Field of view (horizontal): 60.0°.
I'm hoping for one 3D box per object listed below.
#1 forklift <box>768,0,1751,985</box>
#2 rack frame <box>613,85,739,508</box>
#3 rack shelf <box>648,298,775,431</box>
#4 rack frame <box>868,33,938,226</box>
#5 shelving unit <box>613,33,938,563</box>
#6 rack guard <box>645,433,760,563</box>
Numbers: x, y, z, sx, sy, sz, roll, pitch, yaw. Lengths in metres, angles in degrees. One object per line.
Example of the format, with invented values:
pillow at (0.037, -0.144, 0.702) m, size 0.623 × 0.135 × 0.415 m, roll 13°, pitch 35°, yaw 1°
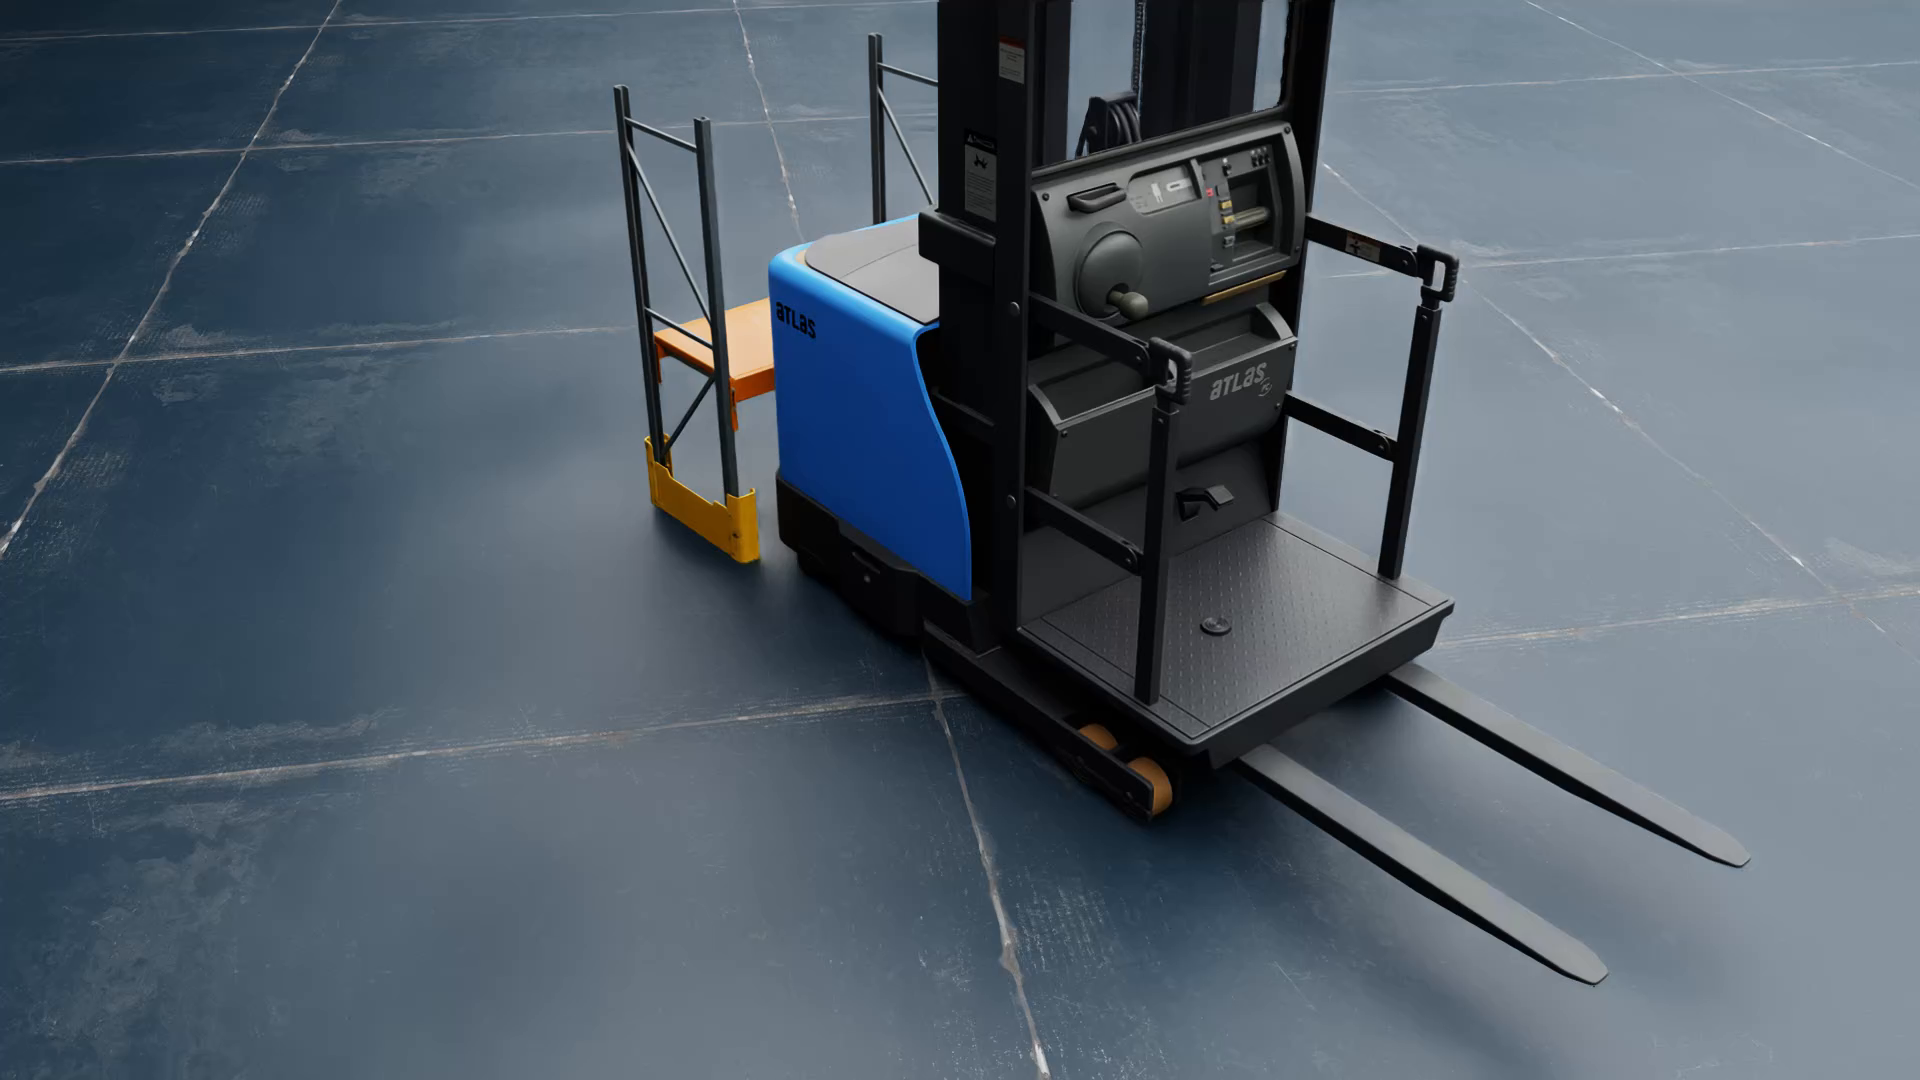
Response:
forklift at (0.703, -0.798, 4.216) m, size 1.130 × 2.935 × 3.031 m, roll -22°, pitch 37°, yaw -33°
rack frame at (-0.911, -0.684, 5.433) m, size 0.032 × 1.500 × 0.500 m, roll -24°, pitch 38°, yaw -34°
rack shelf at (-0.528, -0.698, 5.812) m, size 1.000 × 0.185 × 0.538 m, roll -24°, pitch 38°, yaw -34°
rack frame at (-0.145, -1.022, 6.009) m, size 0.032 × 1.500 × 0.500 m, roll -24°, pitch 38°, yaw -34°
shelving unit at (-0.521, -0.856, 5.726) m, size 1.083 × 1.500 × 0.587 m, roll -24°, pitch 38°, yaw -34°
rack guard at (-0.897, -0.151, 5.761) m, size 0.087 × 0.250 × 0.587 m, roll -24°, pitch 38°, yaw -34°
